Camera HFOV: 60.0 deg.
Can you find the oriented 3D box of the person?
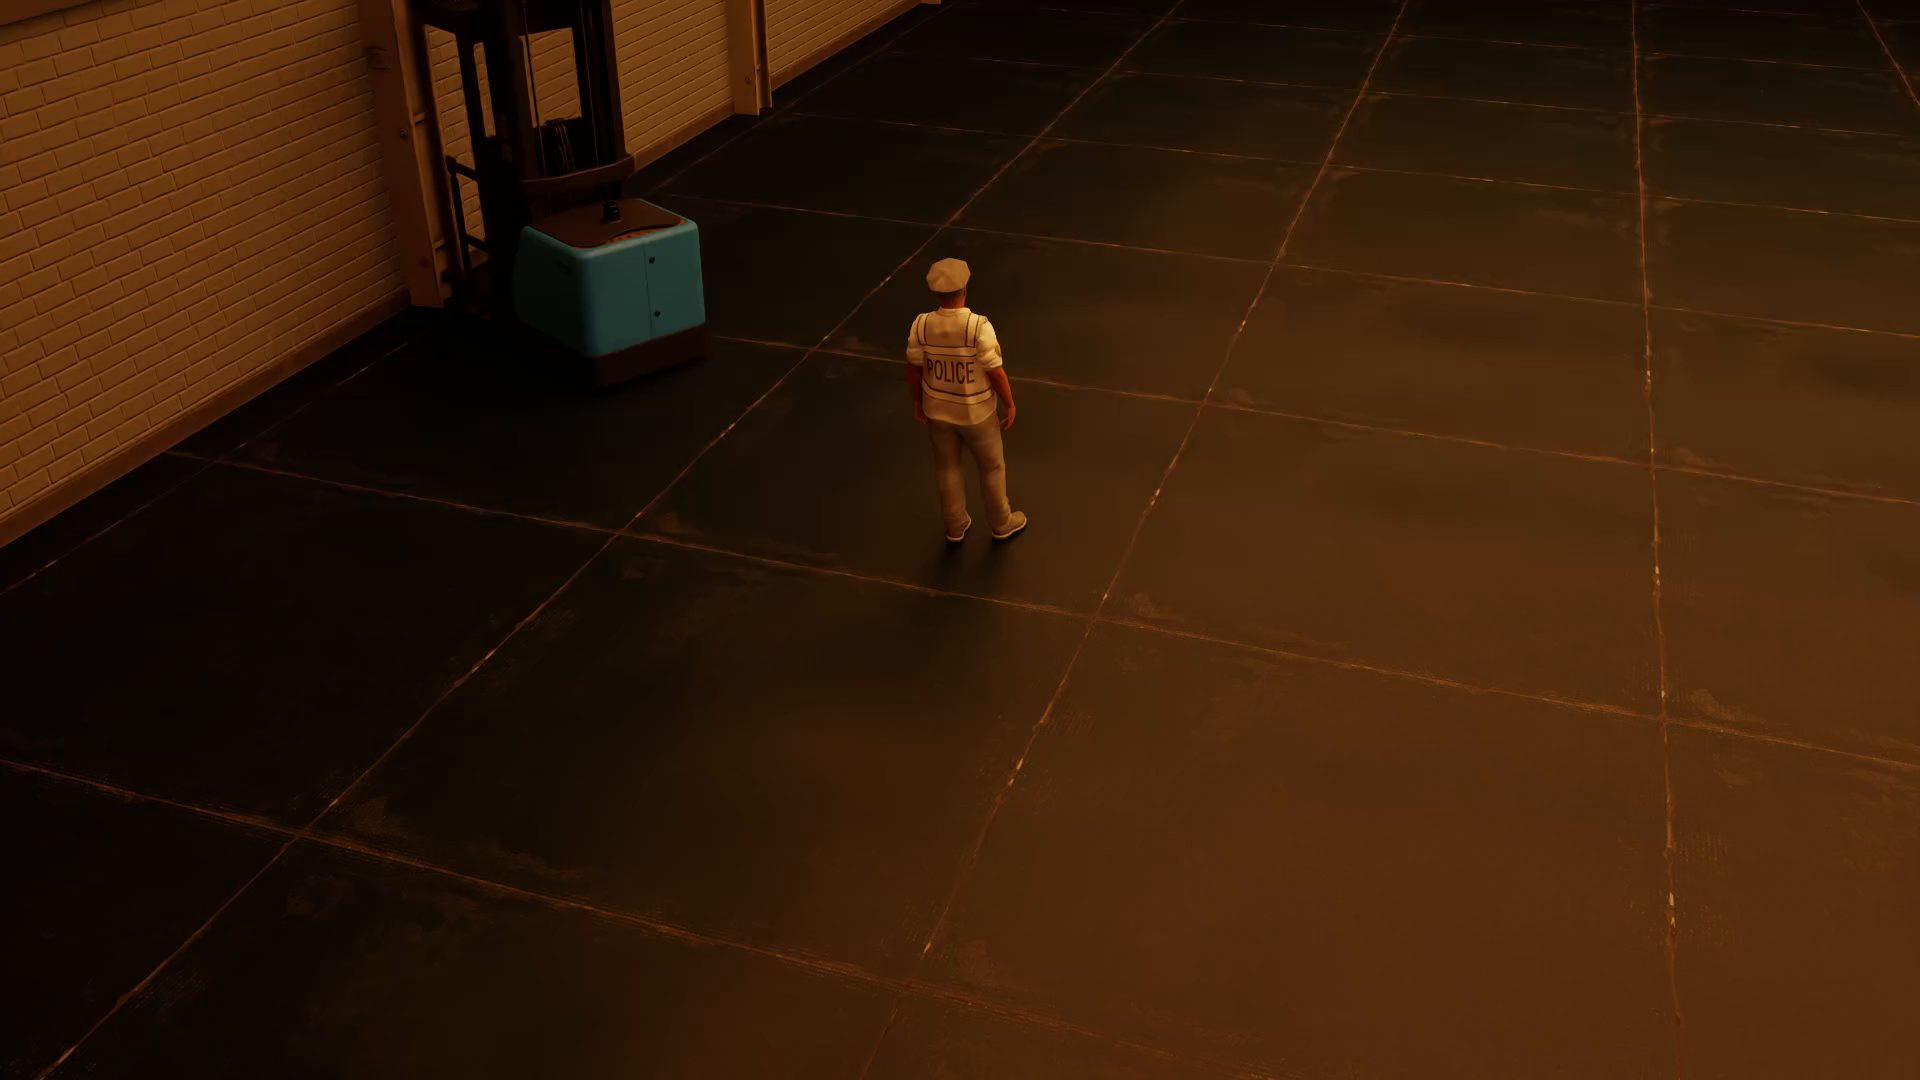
[{"bbox_3d":[0.036,-0.816,9.712,0.641,1.781,0.574,10,31,16],"label":"person"}]

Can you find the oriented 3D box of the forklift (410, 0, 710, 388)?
[{"bbox_3d":[-3.233,-3.000,12.399,1.130,2.935,3.031,-24,38,-36],"label":"forklift"}]
